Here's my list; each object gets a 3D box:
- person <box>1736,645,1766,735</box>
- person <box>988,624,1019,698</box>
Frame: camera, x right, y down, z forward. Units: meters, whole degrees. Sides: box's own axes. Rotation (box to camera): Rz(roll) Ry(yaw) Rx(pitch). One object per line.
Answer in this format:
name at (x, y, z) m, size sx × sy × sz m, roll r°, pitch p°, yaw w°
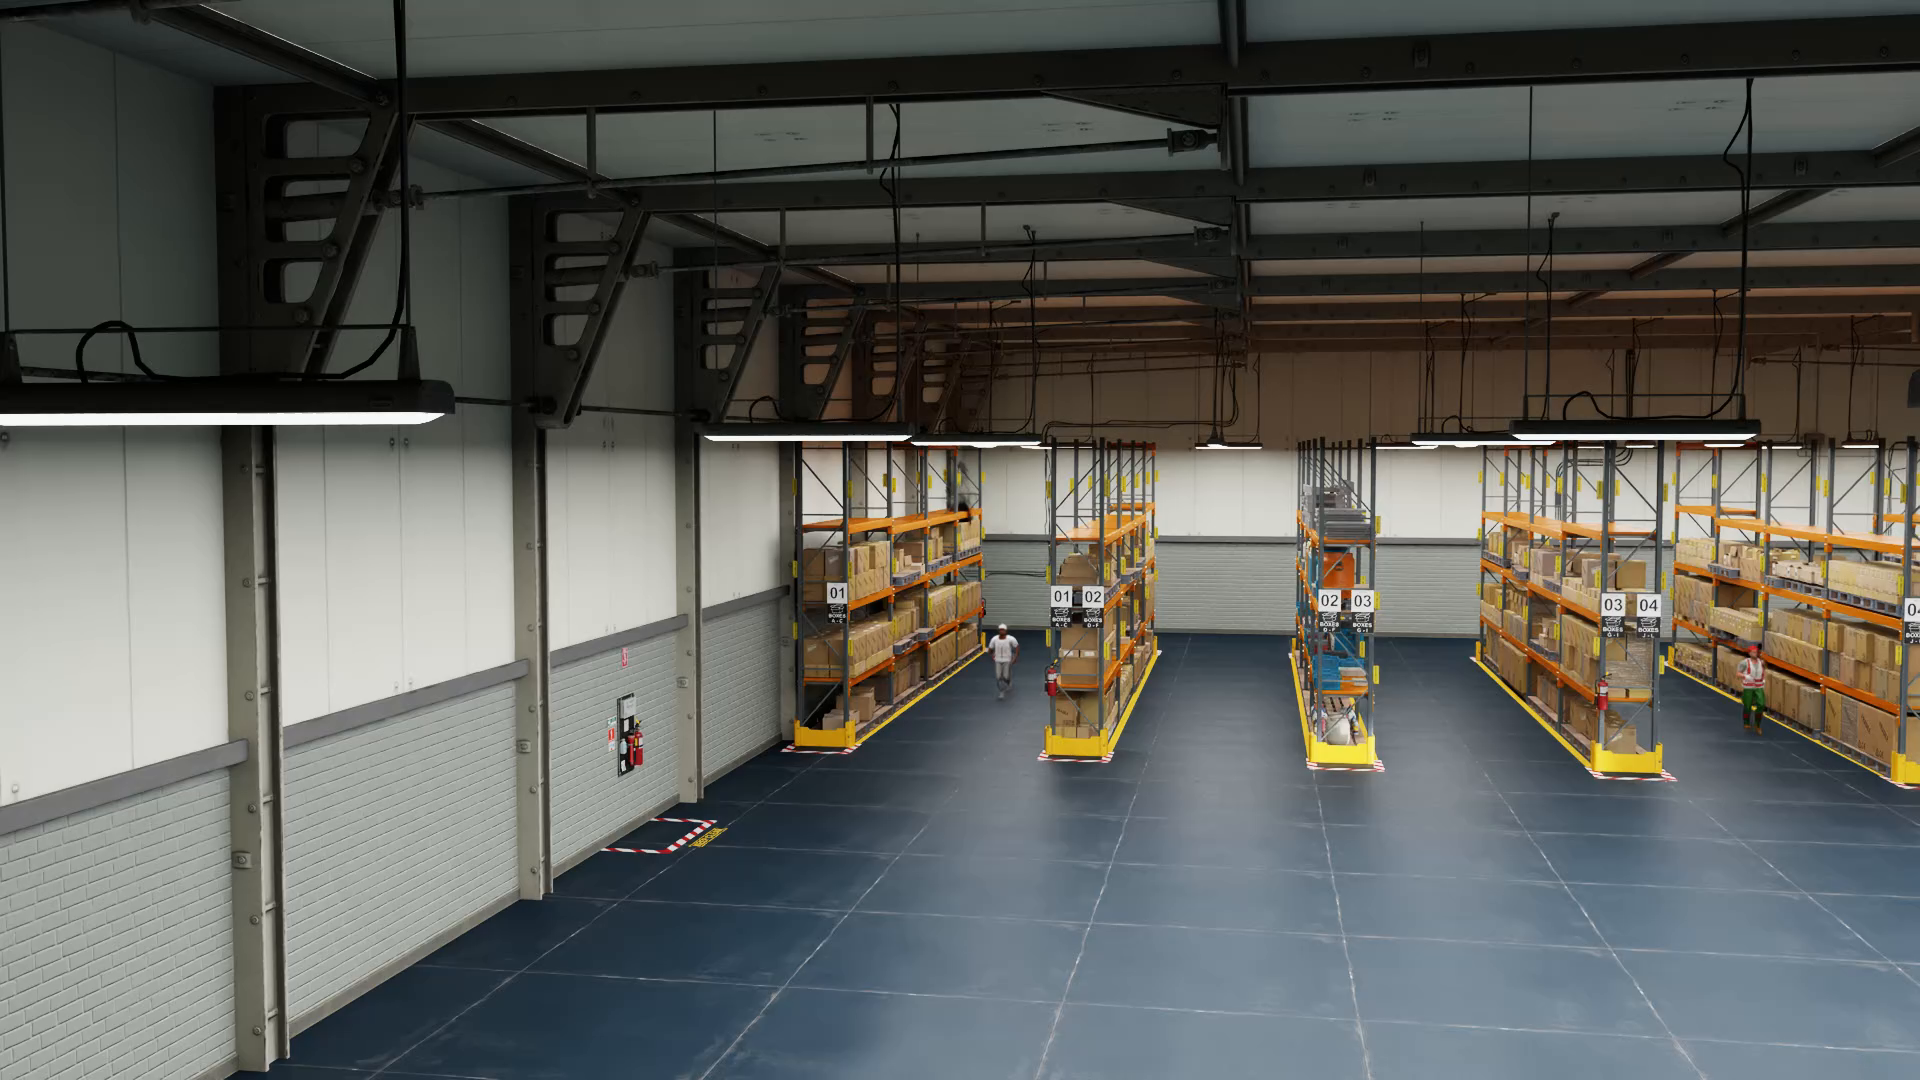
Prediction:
person at (16.131, 3.050, 33.860) m, size 0.635 × 1.825 × 0.749 m, roll 0°, pitch 3°, yaw 9°
person at (1.013, 2.817, 38.789) m, size 0.728 × 1.723 × 0.614 m, roll 1°, pitch 3°, yaw 10°
